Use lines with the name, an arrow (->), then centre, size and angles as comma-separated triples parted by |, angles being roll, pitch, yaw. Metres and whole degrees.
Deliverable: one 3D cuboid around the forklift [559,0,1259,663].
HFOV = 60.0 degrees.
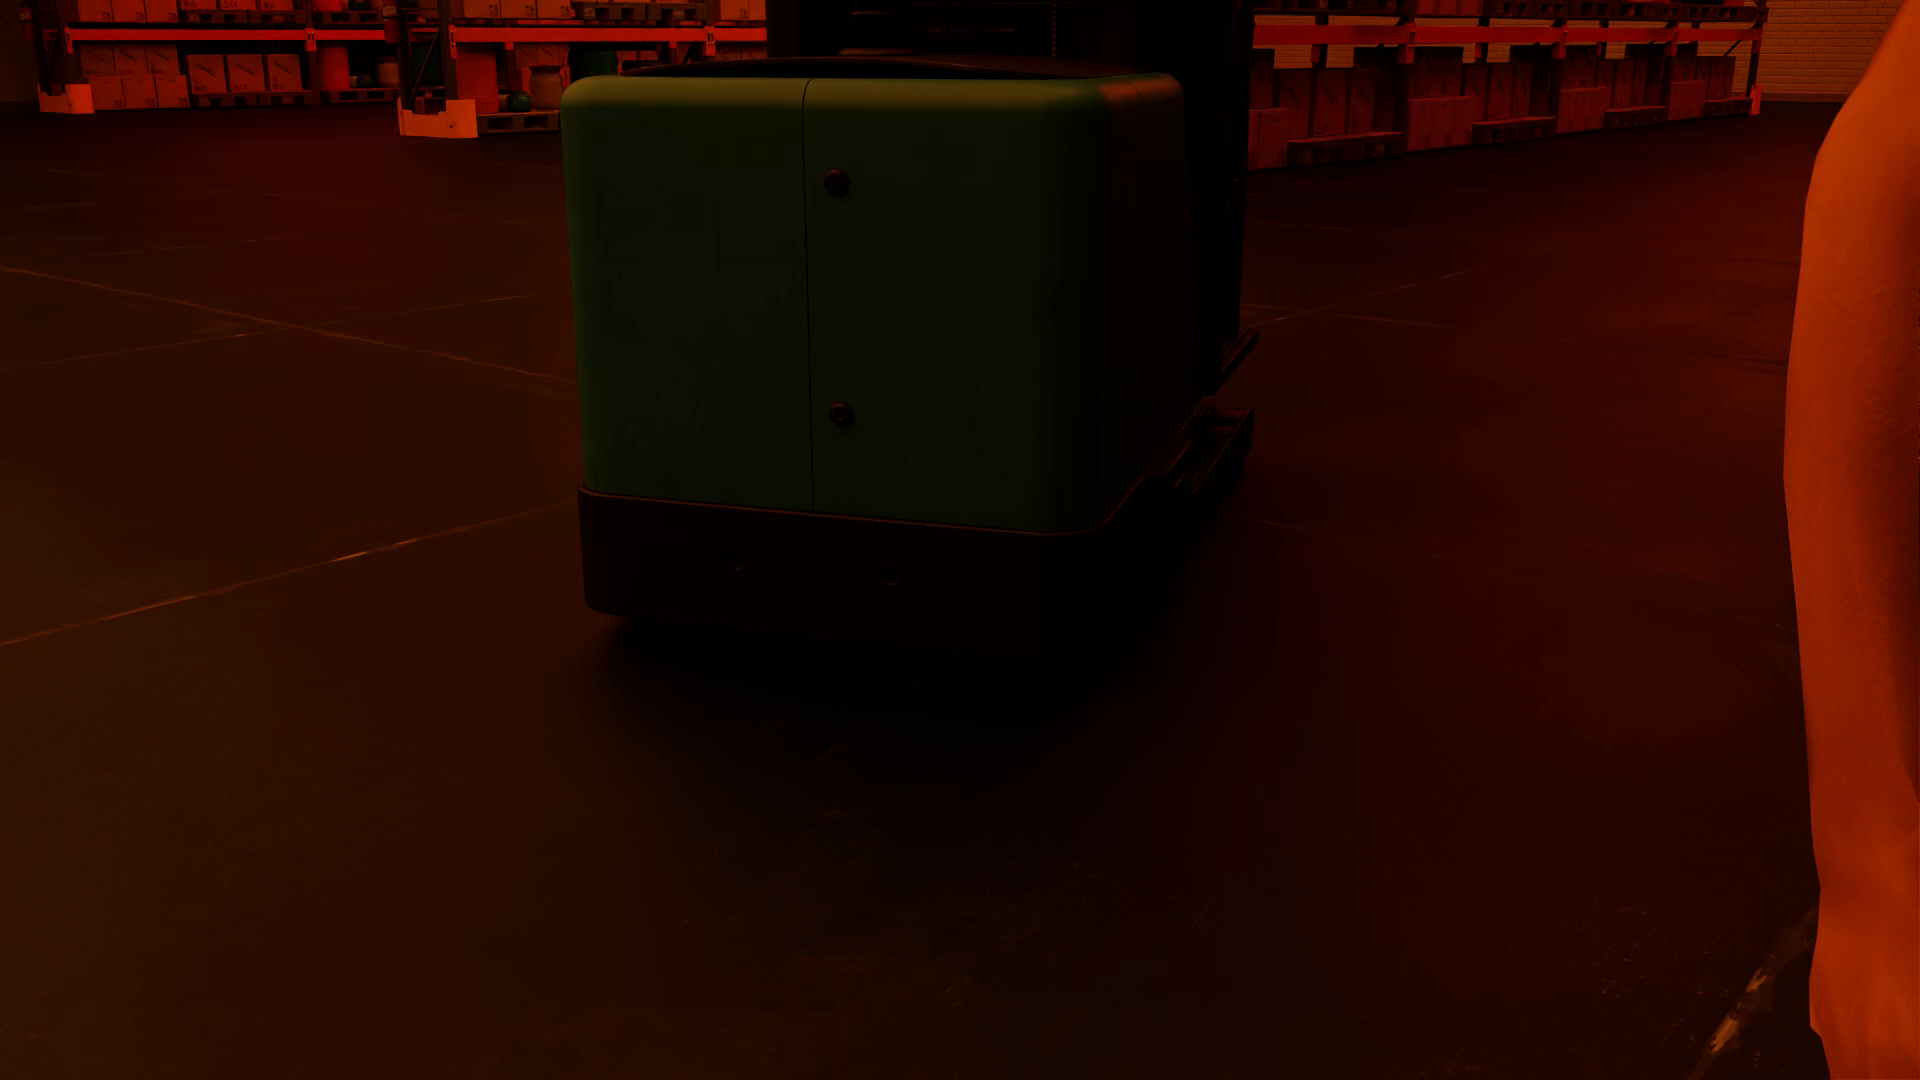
forklift -> 0.182, -1.571, 4.072 | 1.130, 2.935, 3.031 | 5, 18, 17
